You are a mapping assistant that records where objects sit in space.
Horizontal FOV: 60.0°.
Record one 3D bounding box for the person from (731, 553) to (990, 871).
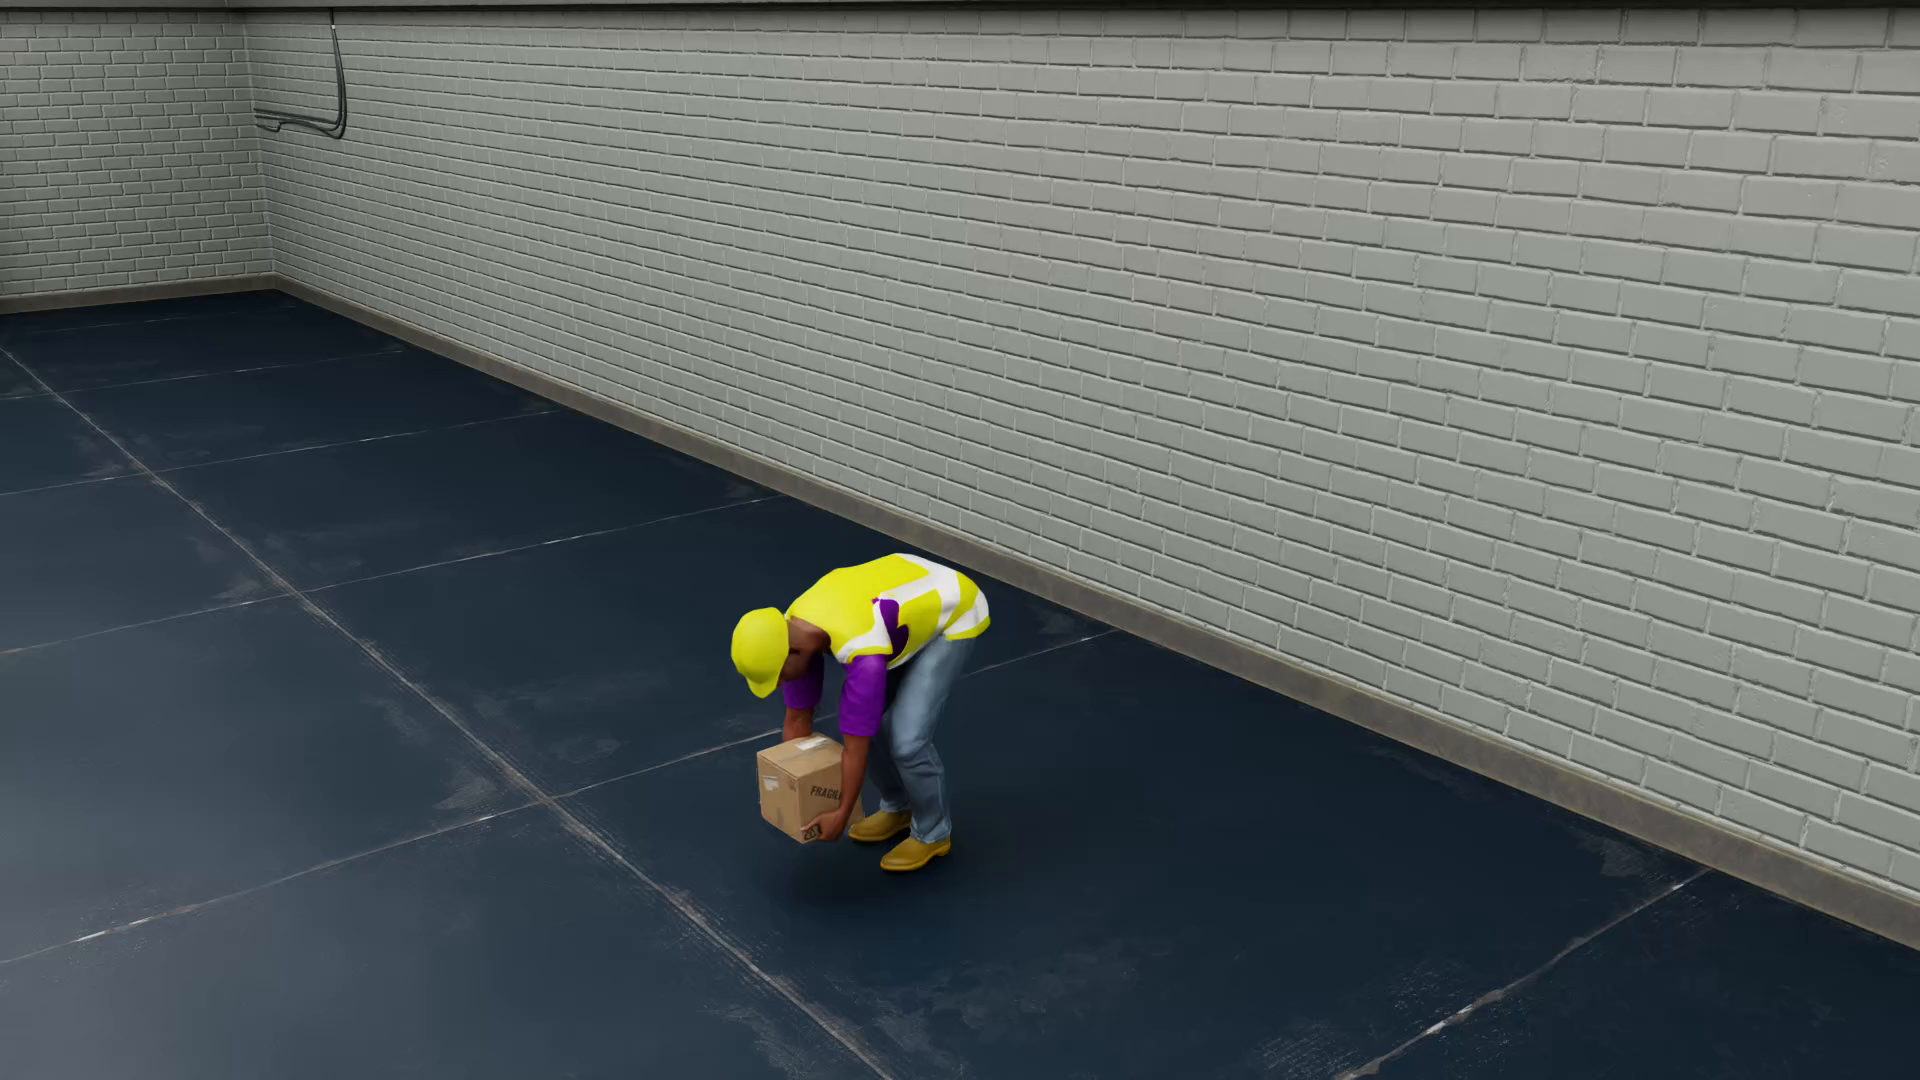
[{"bbox_3d":[-0.341,0.624,5.678,0.982,1.076,0.483,-15,23,-38],"label":"person"}]
